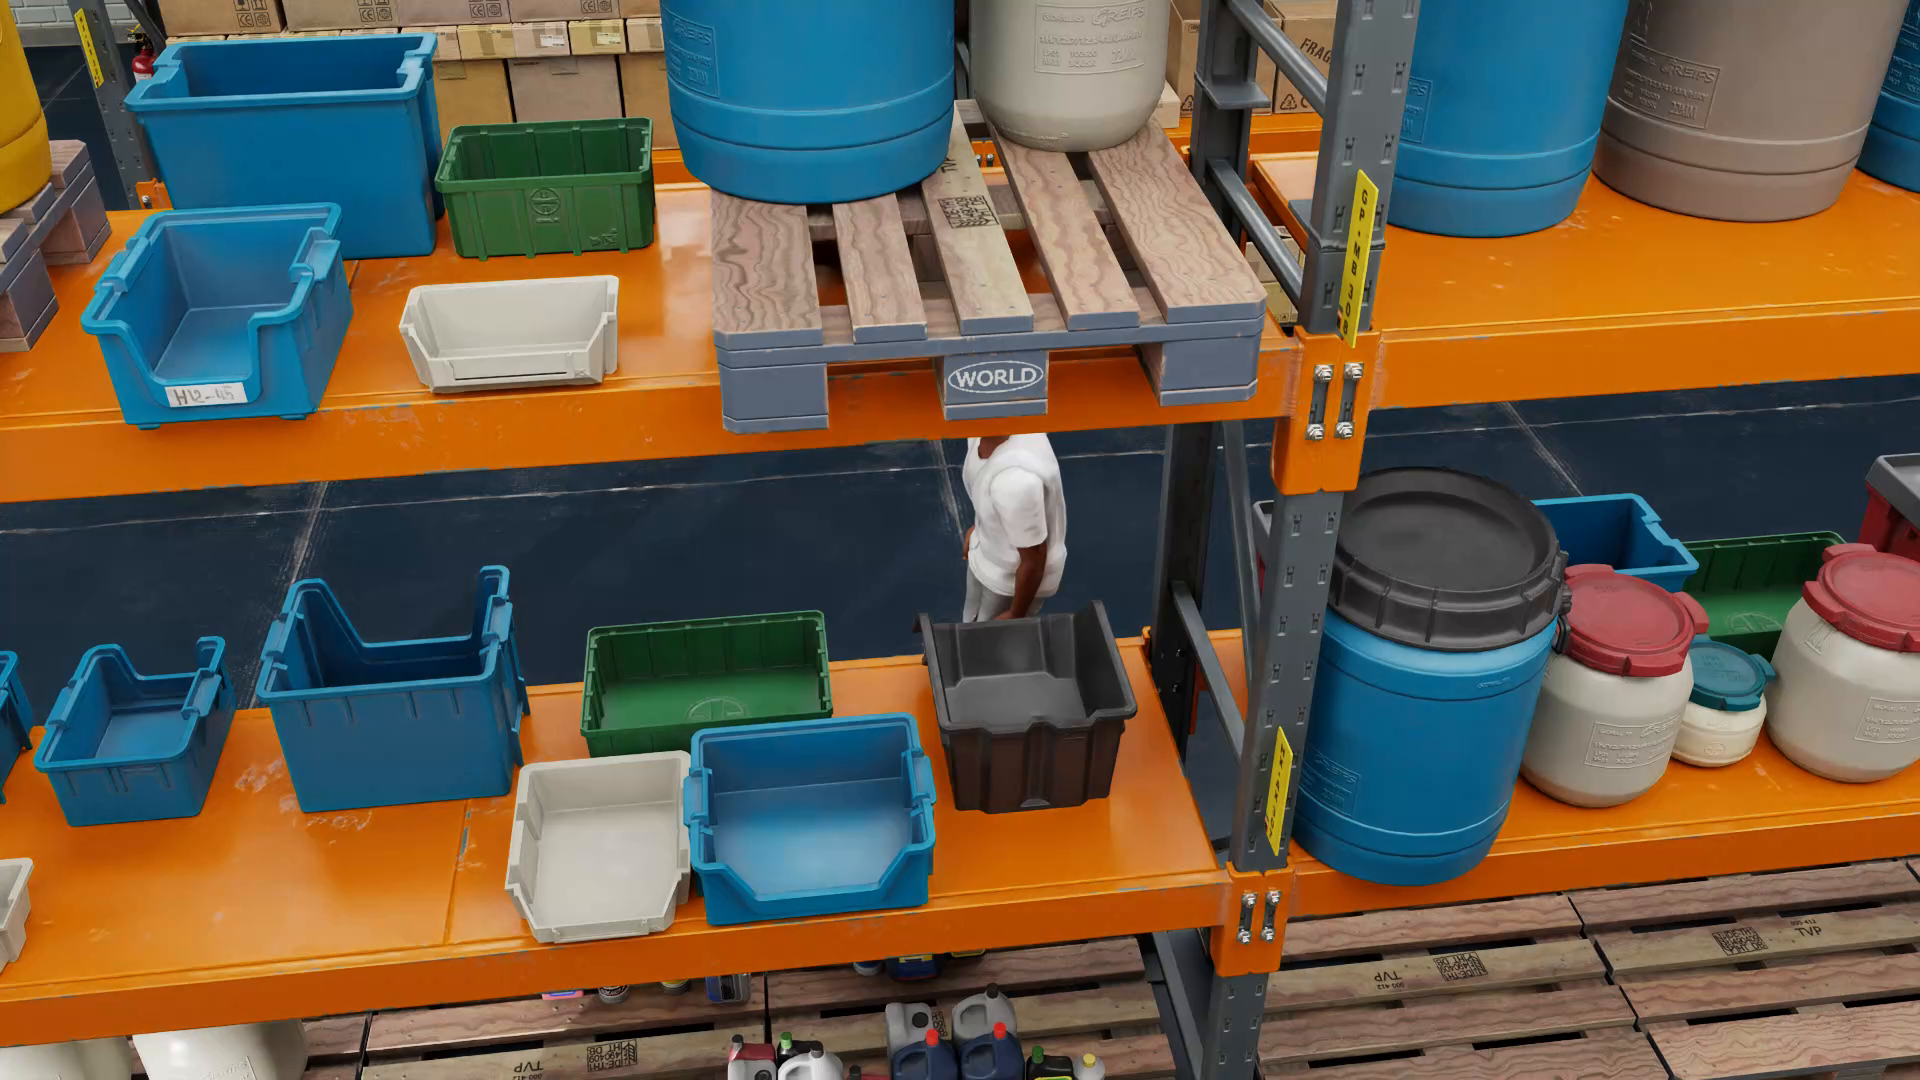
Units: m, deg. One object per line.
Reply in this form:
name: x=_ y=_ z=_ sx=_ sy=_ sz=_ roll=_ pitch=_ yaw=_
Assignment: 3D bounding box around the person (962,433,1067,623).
person: x=0.133 y=0.105 z=5.978 sx=0.463 sy=1.759 sz=0.627 roll=-6 pitch=35 yaw=-9
